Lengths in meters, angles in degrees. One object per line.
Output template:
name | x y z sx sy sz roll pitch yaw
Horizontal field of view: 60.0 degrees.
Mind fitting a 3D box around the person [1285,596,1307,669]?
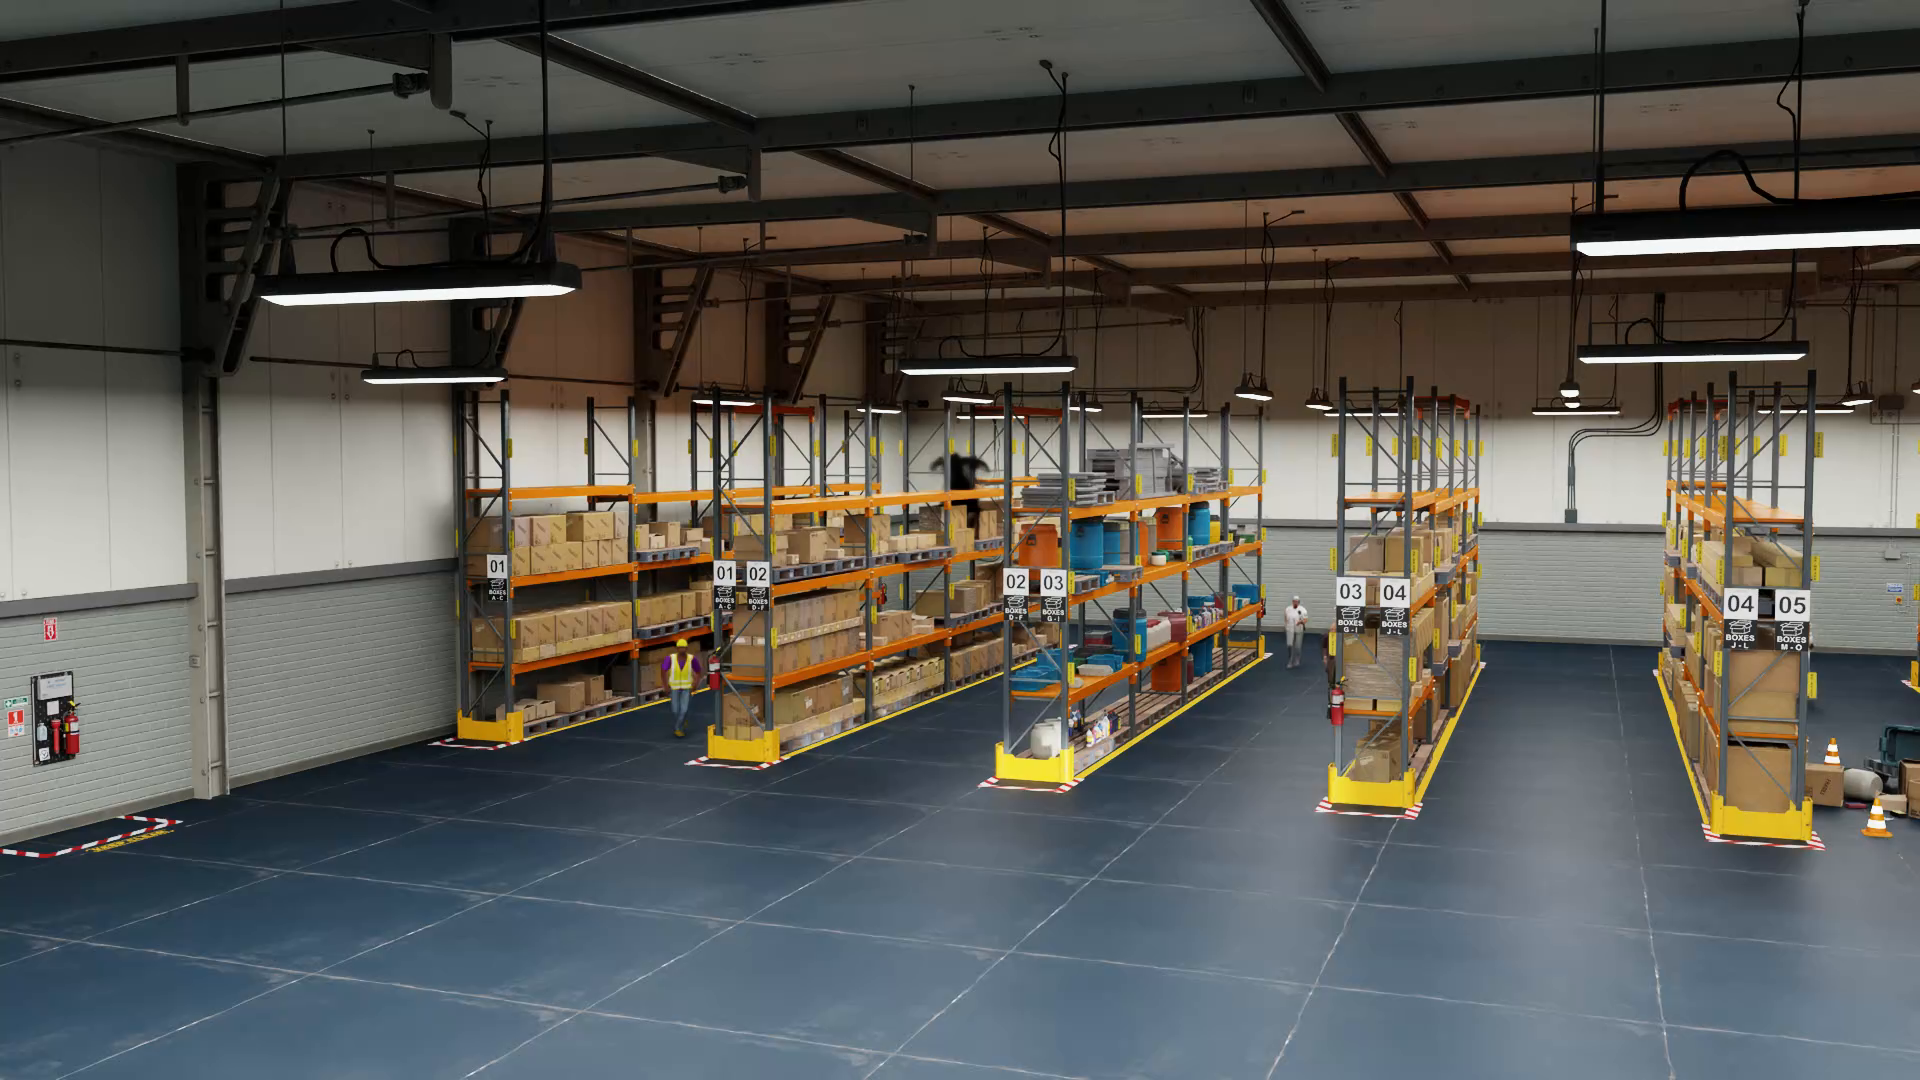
person | 7.663 2.110 37.966 0.500 1.676 0.788 1 3 11

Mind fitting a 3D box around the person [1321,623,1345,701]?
person | 7.464 2.405 32.633 0.728 1.606 0.915 2 4 28

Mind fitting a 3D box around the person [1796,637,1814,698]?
person | 16.718 2.369 33.078 0.574 1.645 0.732 0 3 6

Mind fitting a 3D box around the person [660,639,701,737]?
person | -4.855 2.562 28.941 0.701 1.701 0.591 0 3 -7
